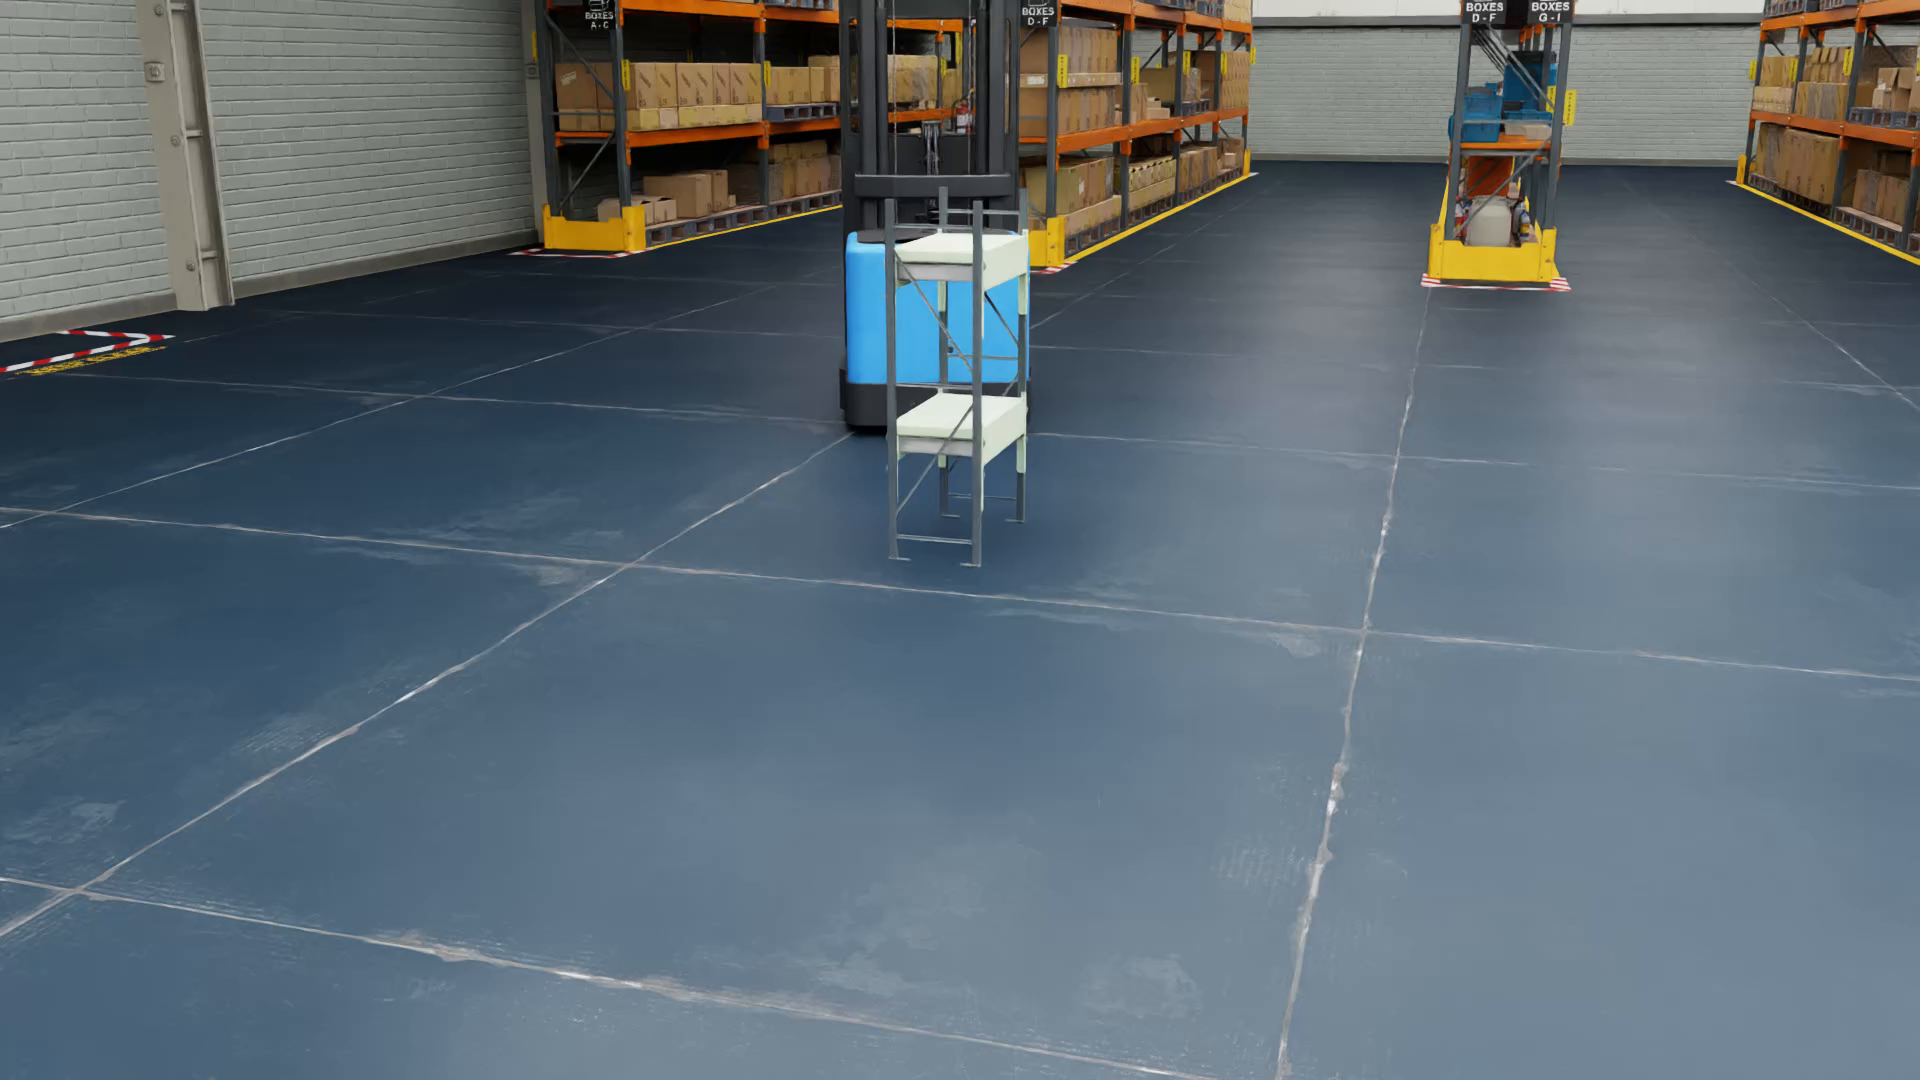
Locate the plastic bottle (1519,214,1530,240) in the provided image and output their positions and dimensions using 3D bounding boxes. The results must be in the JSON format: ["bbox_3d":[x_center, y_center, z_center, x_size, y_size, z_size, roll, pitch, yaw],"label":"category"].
[{"bbox_3d":[6.082,-3.368,17.901,0.097,0.271,0.097,0,16,0],"label":"plastic bottle"}]

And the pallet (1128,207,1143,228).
[{"bbox_3d":[1.829,-4.305,22.119,1.003,0.211,1.213,5,16,16],"label":"pallet"}]

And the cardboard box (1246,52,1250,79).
[{"bbox_3d":[5.204,-8.981,31.481,0.500,0.500,0.500,4,16,15],"label":"cardboard box"}]

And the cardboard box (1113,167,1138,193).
[{"bbox_3d":[2.013,-4.688,21.603,0.500,0.311,0.500,5,16,16],"label":"cardboard box"}]

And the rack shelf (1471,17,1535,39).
[{"bbox_3d":[8.110,-7.732,24.914,1.077,0.370,4.000,5,16,16],"label":"rack shelf"}]

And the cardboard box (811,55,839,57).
[{"bbox_3d":[-2.076,-7.580,26.419,0.500,0.250,0.500,5,17,17],"label":"cardboard box"}]

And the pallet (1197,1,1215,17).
[{"bbox_3d":[3.386,-8.459,26.504,1.213,0.211,1.003,5,16,16],"label":"pallet"}]

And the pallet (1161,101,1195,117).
[{"bbox_3d":[2.919,-6.587,25.409,1.213,0.211,1.003,5,16,16],"label":"pallet"}]

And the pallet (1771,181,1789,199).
[{"bbox_3d":[13.718,-5.626,26.776,1.003,0.211,1.213,5,16,16],"label":"pallet"}]

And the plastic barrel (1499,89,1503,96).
[{"bbox_3d":[7.335,-5.770,21.969,0.421,0.512,0.421,0,16,0],"label":"plastic barrel"}]

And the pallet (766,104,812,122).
[{"bbox_3d":[-2.737,-5.930,23.091,1.003,0.211,1.213,5,16,16],"label":"pallet"}]

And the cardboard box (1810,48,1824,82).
[{"bbox_3d":[13.254,-7.137,24.974,0.797,0.503,0.637,4,16,14],"label":"cardboard box"}]

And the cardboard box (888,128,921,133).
[{"bbox_3d":[-1.130,-6.682,28.559,0.750,0.750,0.750,5,17,18],"label":"cardboard box"}]

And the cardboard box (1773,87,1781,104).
[{"bbox_3d":[13.591,-7.250,27.124,0.500,0.250,0.500,5,17,17],"label":"cardboard box"}]

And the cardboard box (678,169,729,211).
[{"bbox_3d":[-3.350,-4.568,21.712,0.500,0.500,0.500,3,16,12],"label":"cardboard box"}]

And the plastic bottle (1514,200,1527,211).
[{"bbox_3d":[6.352,-3.677,18.845,0.144,0.351,0.185,5,16,16],"label":"plastic bottle"}]

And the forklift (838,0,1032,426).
[{"bbox_3d":[-0.197,-2.399,10.417,1.130,2.935,3.031,-1,16,-3],"label":"forklift"}]

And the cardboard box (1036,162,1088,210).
[{"bbox_3d":[1.156,-4.030,18.935,0.500,0.500,0.500,5,16,16],"label":"cardboard box"}]

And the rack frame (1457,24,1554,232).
[{"bbox_3d":[6.405,-5.065,19.691,1.000,3.000,0.127,5,16,16],"label":"rack frame"}]

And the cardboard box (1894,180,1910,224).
[{"bbox_3d":[11.503,-3.973,19.613,0.700,0.500,0.500,5,16,16],"label":"cardboard box"}]

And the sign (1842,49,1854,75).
[{"bbox_3d":[11.757,-6.327,22.017,0.100,0.325,0.005,5,16,16],"label":"sign"}]

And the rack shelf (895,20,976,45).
[{"bbox_3d":[-0.252,-9.547,31.312,1.077,0.370,4.000,5,16,16],"label":"rack shelf"}]

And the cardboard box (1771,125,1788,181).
[{"bbox_3d":[13.947,-6.356,27.365,0.875,0.875,0.875,5,16,16],"label":"cardboard box"}]

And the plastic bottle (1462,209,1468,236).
[{"bbox_3d":[5.570,-3.494,18.322,0.061,0.283,0.133,5,16,16],"label":"plastic bottle"}]

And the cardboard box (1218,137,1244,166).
[{"bbox_3d":[5.149,-7.438,31.829,0.500,0.500,0.500,5,16,16],"label":"cardboard box"}]

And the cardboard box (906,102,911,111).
[{"bbox_3d":[-1.048,-7.376,28.261,0.380,0.149,0.250,4,16,14],"label":"cardboard box"}]

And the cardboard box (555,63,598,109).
[{"bbox_3d":[-4.300,-5.225,19.118,0.500,0.500,0.500,4,16,15],"label":"cardboard box"}]

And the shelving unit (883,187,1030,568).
[{"bbox_3d":[-0.002,-0.720,7.119,0.431,1.500,0.755,5,16,16],"label":"shelving unit"}]

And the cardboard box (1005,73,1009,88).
[{"bbox_3d":[0.446,-4.879,17.661,0.380,0.149,0.250,4,16,15],"label":"cardboard box"}]

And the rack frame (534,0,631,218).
[{"bbox_3d":[-4.230,-4.787,18.710,1.000,3.000,0.127,5,16,16],"label":"rack frame"}]

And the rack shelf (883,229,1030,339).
[{"bbox_3d":[-0.002,-1.095,7.012,0.431,0.370,0.720,5,16,16],"label":"rack shelf"}]

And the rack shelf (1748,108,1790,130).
[{"bbox_3d":[13.996,-6.951,27.659,1.077,0.370,4.000,5,16,16],"label":"rack shelf"}]

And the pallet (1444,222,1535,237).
[{"bbox_3d":[6.174,-3.551,19.463,1.003,0.211,1.213,5,16,16],"label":"pallet"}]

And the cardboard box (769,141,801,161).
[{"bbox_3d":[-2.634,-5.649,24.150,0.500,0.250,0.500,4,16,14],"label":"cardboard box"}]

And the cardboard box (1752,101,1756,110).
[{"bbox_3d":[14.147,-7.633,29.202,0.380,0.149,0.250,5,17,17],"label":"cardboard box"}]

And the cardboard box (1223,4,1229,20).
[{"bbox_3d":[4.306,-9.022,28.420,0.500,0.250,0.500,5,16,16],"label":"cardboard box"}]

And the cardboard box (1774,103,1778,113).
[{"bbox_3d":[13.492,-7.028,27.070,0.380,0.149,0.250,5,17,17],"label":"cardboard box"}]

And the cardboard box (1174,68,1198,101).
[{"bbox_3d":[3.308,-7.145,26.070,0.700,0.500,0.500,8,18,26],"label":"cardboard box"}]

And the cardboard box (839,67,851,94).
[{"bbox_3d":[-2.081,-7.016,25.579,0.700,0.500,0.500,3,16,9],"label":"cardboard box"}]

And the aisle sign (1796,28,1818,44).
[{"bbox_3d":[14.872,-9.067,29.035,0.394,0.787,0.004,5,16,16],"label":"aisle sign"}]

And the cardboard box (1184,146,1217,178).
[{"bbox_3d":[4.065,-6.401,28.175,0.500,0.500,0.500,5,16,16],"label":"cardboard box"}]

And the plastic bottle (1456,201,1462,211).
[{"bbox_3d":[5.551,-3.614,18.623,0.144,0.351,0.185,5,17,18],"label":"plastic bottle"}]

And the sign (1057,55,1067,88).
[{"bbox_3d":[1.051,-4.814,17.073,0.100,0.325,0.005,5,16,16],"label":"sign"}]

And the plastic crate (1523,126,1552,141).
[{"bbox_3d":[5.831,-4.101,16.775,0.298,0.136,0.250,5,16,16],"label":"plastic crate"}]

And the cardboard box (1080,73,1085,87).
[{"bbox_3d":[1.202,-5.187,18.748,0.380,0.149,0.250,4,16,15],"label":"cardboard box"}]

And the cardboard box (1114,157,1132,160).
[{"bbox_3d":[2.222,-5.394,24.090,0.500,0.311,0.500,4,16,14],"label":"cardboard box"}]

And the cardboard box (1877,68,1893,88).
[{"bbox_3d":[12.175,-5.834,21.446,0.500,0.500,0.500,3,16,9],"label":"cardboard box"}]

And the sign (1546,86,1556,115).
[{"bbox_3d":[6.929,-5.153,19.492,0.100,0.325,0.005,5,16,16],"label":"sign"}]

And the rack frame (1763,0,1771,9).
[{"bbox_3d":[14.564,-10.707,28.587,1.000,3.000,0.127,5,16,16],"label":"rack frame"}]

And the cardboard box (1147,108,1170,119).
[{"bbox_3d":[2.803,-6.119,23.867,0.380,0.149,0.250,5,16,16],"label":"cardboard box"}]

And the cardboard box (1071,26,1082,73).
[{"bbox_3d":[0.967,-5.481,18.596,0.700,0.500,0.500,5,16,16],"label":"cardboard box"}]

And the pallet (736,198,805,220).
[{"bbox_3d":[-2.874,-4.696,23.498,1.003,0.211,1.213,5,16,16],"label":"pallet"}]

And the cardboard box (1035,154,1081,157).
[{"bbox_3d":[1.225,-4.593,20.922,0.500,0.500,0.500,5,16,16],"label":"cardboard box"}]

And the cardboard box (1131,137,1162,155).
[{"bbox_3d":[2.846,-6.145,25.897,0.500,0.250,0.500,5,17,18],"label":"cardboard box"}]

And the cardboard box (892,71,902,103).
[{"bbox_3d":[-1.274,-7.454,27.348,0.500,0.500,0.500,5,16,16],"label":"cardboard box"}]
